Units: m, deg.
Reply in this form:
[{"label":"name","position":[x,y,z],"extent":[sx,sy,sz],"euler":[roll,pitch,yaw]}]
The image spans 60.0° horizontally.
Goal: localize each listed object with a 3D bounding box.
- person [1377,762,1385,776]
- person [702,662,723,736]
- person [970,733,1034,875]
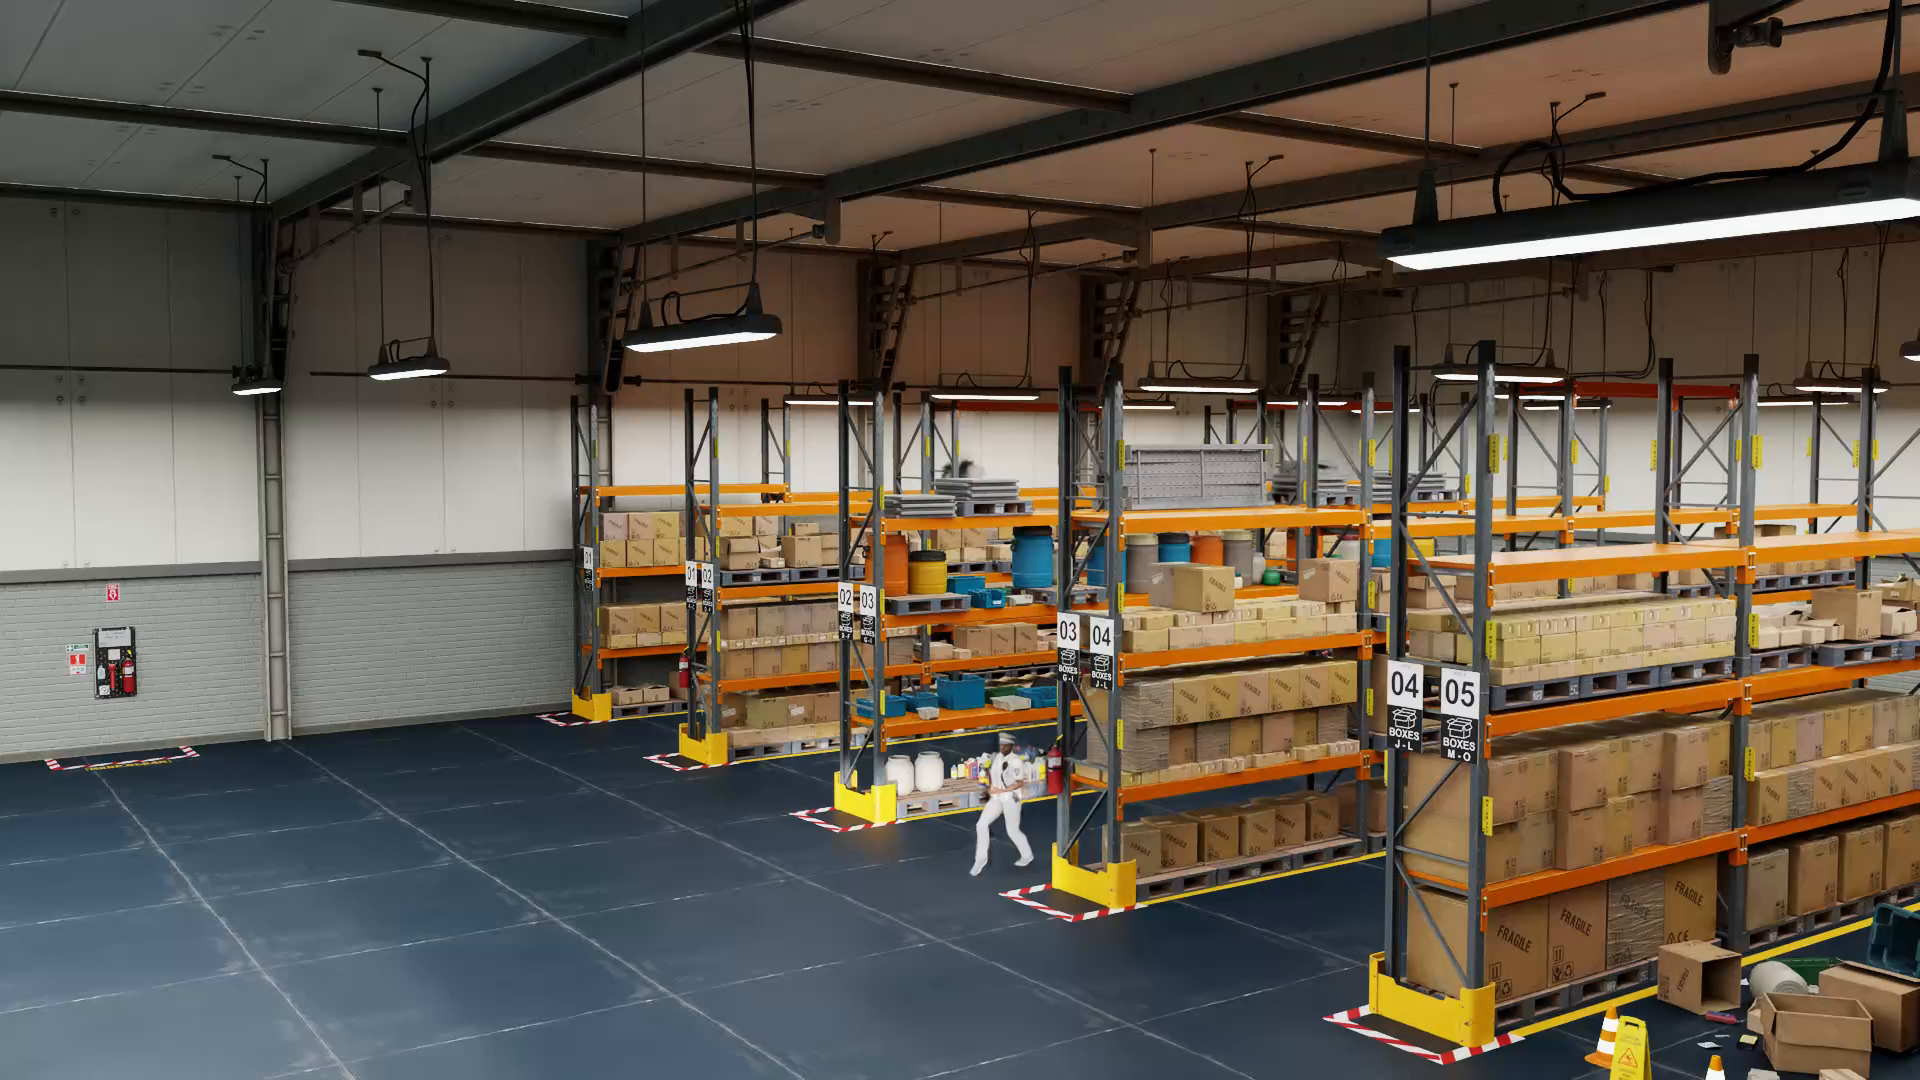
[{"label":"person","position":[6.225,2.832,24.321],"extent":[0.569,1.721,0.674],"euler":[-2,4,-35]},{"label":"person","position":[-4.218,2.556,29.025],"extent":[0.695,1.720,0.596],"euler":[3,5,43]},{"label":"person","position":[0.546,3.139,19.854],"extent":[0.790,1.727,0.579],"euler":[-3,5,-41]}]
